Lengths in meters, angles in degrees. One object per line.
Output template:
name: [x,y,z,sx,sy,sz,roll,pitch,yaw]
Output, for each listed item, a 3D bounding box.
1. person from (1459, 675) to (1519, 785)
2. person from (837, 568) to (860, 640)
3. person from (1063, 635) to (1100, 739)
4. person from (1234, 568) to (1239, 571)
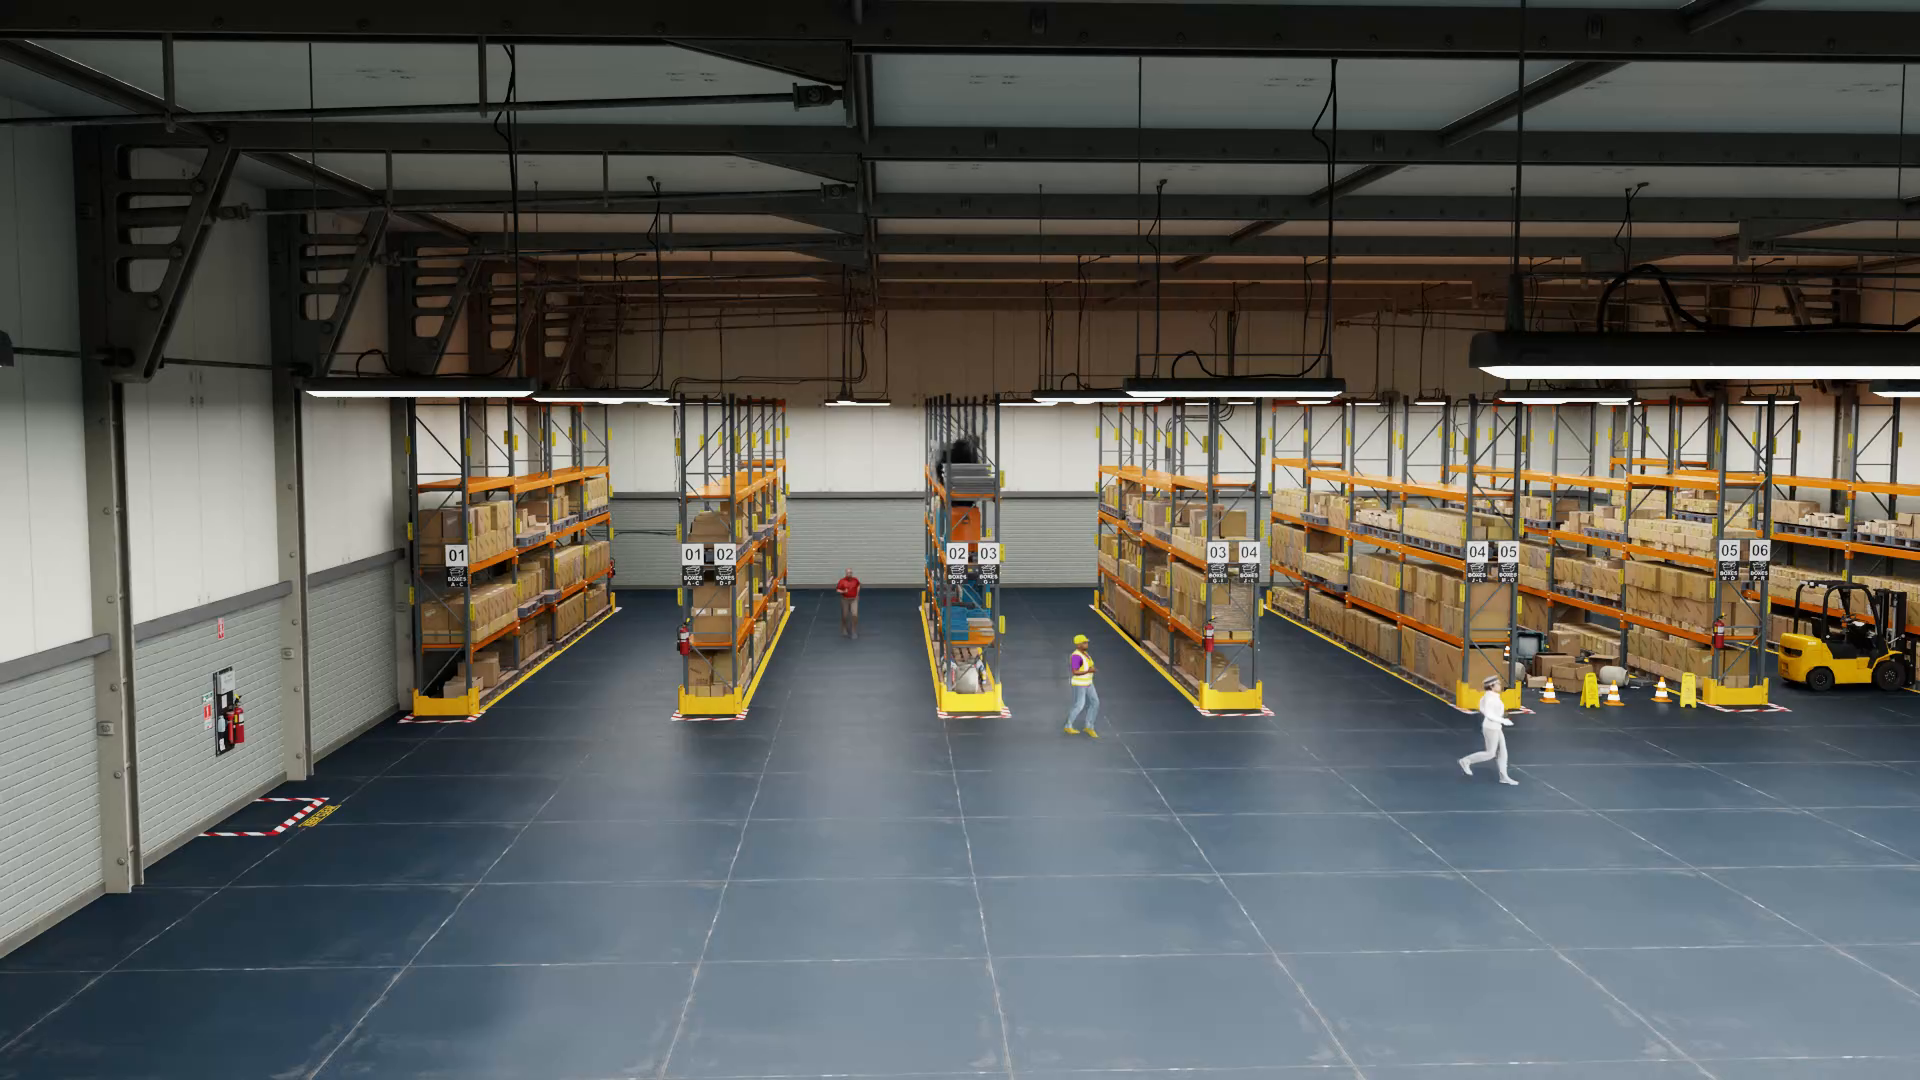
person: [8.080,2.886,25.362,0.879,1.687,0.617,2,5,21]
person: [-2.780,1.590,41.525,0.603,1.783,0.866,-1,5,-11]
person: [2.135,2.558,28.923,0.717,1.825,0.674,3,5,32]
person: [7.794,1.273,45.807,0.576,1.690,0.869,0,5,5]
